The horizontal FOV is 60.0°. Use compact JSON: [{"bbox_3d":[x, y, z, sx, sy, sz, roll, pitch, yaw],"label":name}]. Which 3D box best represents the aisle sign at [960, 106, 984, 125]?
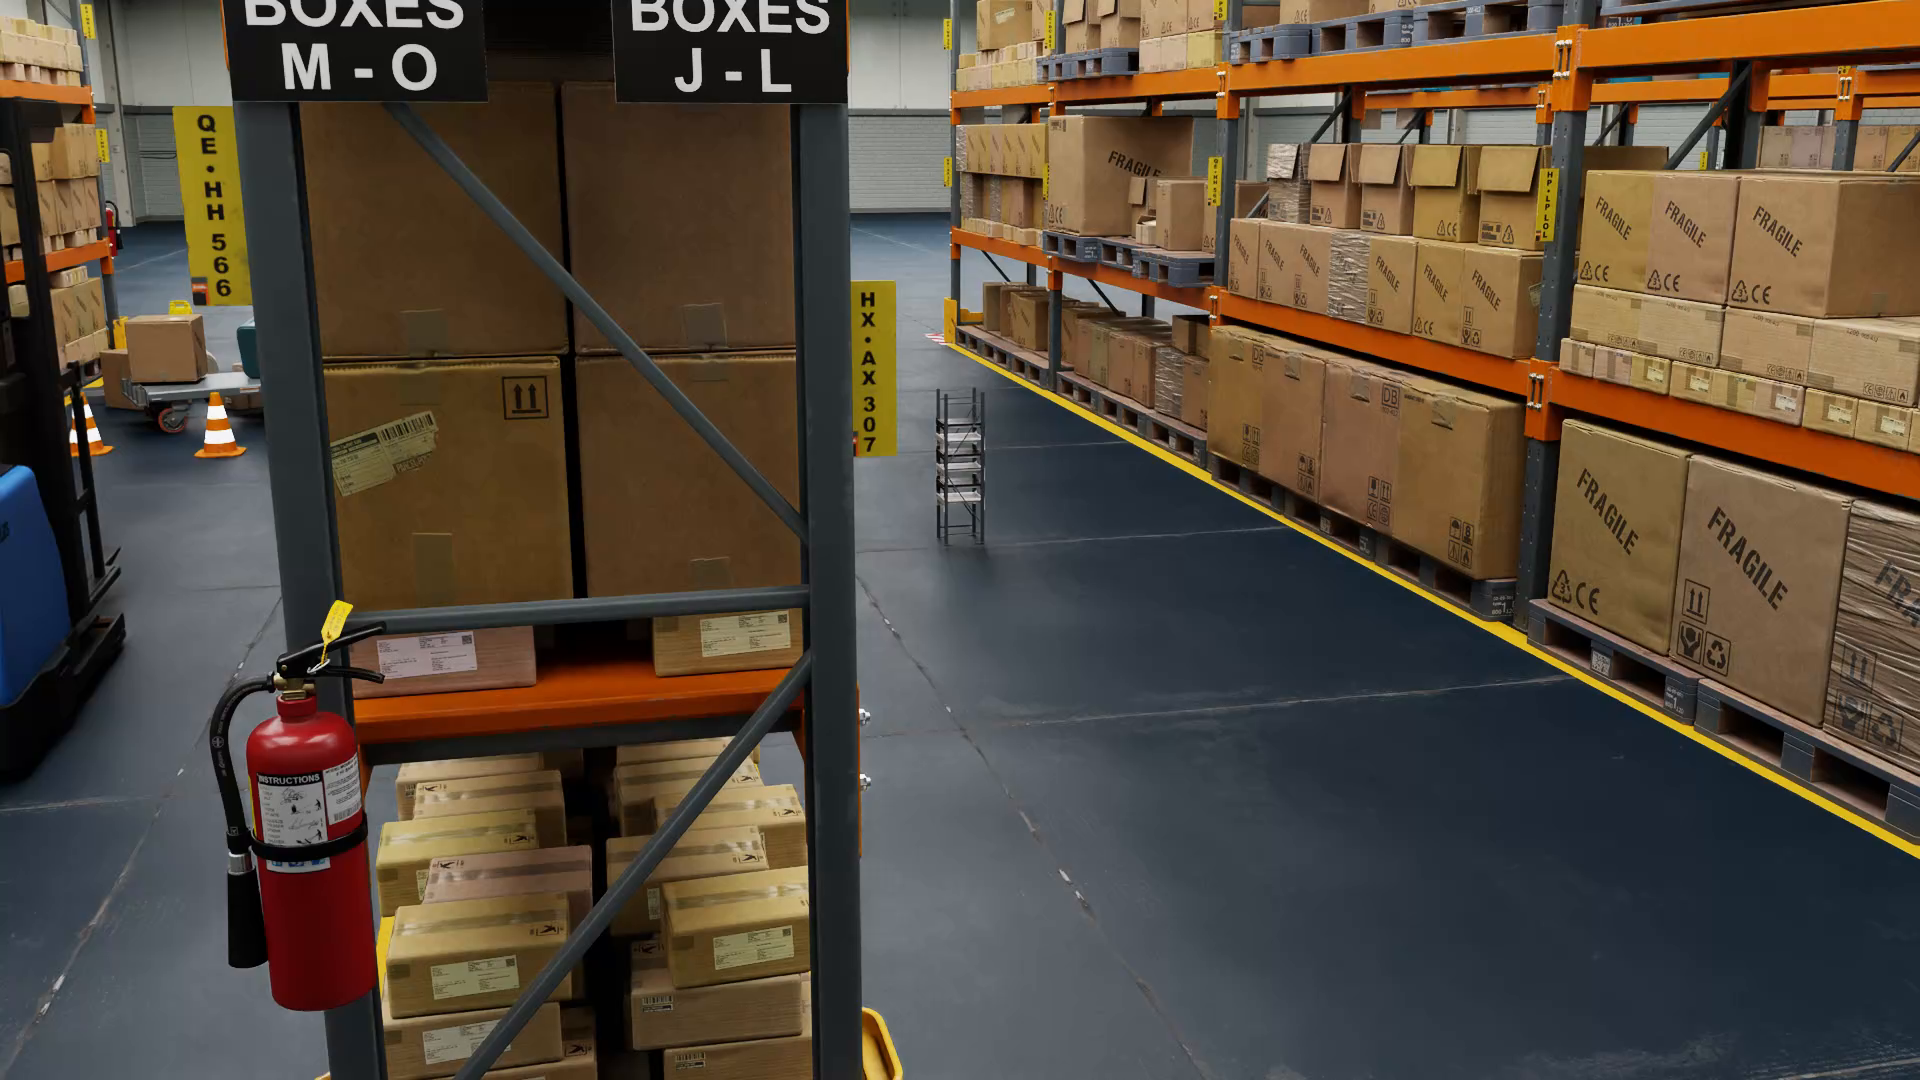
[{"bbox_3d":[0.087,-5.068,18.875,0.394,0.787,0.004,-3,14,-13],"label":"aisle sign"}]

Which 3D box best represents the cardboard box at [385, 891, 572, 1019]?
[{"bbox_3d":[-1.065,0.920,3.709,0.380,0.149,0.250,-3,14,-13],"label":"cardboard box"}]

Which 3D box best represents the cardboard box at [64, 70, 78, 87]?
[{"bbox_3d":[-8.794,-4.468,16.106,0.380,0.149,0.250,-3,14,-13],"label":"cardboard box"}]

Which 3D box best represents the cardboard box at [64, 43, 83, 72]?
[{"bbox_3d":[-8.858,-4.681,16.137,0.500,0.250,0.500,-3,14,-14],"label":"cardboard box"}]

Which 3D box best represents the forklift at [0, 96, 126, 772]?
[{"bbox_3d":[-4.393,-0.812,7.077,1.130,2.935,3.031,-4,14,-16],"label":"forklift"}]

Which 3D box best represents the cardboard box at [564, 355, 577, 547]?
[{"bbox_3d":[-1.166,-0.265,3.855,0.500,0.500,0.500,-4,14,-14],"label":"cardboard box"}]

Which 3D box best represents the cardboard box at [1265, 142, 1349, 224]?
[{"bbox_3d":[2.428,-2.329,10.814,0.797,0.503,0.637,-3,14,-11],"label":"cardboard box"}]

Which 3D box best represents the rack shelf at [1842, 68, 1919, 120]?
[{"bbox_3d":[7.556,-2.885,10.610,1.077,0.370,4.000,-3,14,-13],"label":"rack shelf"}]

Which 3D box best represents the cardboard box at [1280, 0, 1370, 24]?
[{"bbox_3d":[2.485,-3.537,10.662,0.797,0.503,0.637,-2,14,-10],"label":"cardboard box"}]

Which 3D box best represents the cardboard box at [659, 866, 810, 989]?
[{"bbox_3d":[-0.487,0.888,3.839,0.380,0.149,0.250,-4,14,-16],"label":"cardboard box"}]

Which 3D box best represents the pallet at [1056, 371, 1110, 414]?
[{"bbox_3d":[1.517,-1.351,15.013,1.003,0.211,1.213,-3,14,-13],"label":"pallet"}]

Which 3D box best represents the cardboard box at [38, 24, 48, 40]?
[{"bbox_3d":[-8.763,-4.736,15.519,0.380,0.149,0.250,-3,14,-13],"label":"cardboard box"}]

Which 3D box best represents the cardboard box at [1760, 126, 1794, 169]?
[{"bbox_3d":[10.262,-4.796,20.295,0.700,0.500,0.500,-4,14,-15],"label":"cardboard box"}]

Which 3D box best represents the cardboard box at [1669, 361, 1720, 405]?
[{"bbox_3d":[3.145,-0.649,6.792,0.380,0.149,0.250,-4,14,-15],"label":"cardboard box"}]

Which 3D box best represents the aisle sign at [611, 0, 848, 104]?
[{"bbox_3d":[-0.386,-1.127,2.740,0.394,0.787,0.004,-3,14,-13],"label":"aisle sign"}]

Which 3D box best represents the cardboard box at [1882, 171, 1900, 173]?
[{"bbox_3d":[10.508,-4.029,18.521,0.380,0.149,0.250,-3,14,-13],"label":"cardboard box"}]

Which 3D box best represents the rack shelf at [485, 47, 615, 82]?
[{"bbox_3d":[-2.103,-2.356,8.444,1.077,0.370,4.000,-3,14,-13],"label":"rack shelf"}]

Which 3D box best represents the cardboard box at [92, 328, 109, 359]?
[{"bbox_3d":[-8.783,-1.947,16.485,0.500,0.250,0.500,-3,14,-13],"label":"cardboard box"}]

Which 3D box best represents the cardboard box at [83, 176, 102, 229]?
[{"bbox_3d":[-8.844,-3.339,16.436,0.500,0.500,0.500,-4,14,-14],"label":"cardboard box"}]

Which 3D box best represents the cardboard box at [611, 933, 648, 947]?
[{"bbox_3d":[-0.721,0.920,4.338,0.380,0.149,0.250,-3,14,-12],"label":"cardboard box"}]

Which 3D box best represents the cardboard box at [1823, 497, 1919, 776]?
[{"bbox_3d":[3.709,0.358,5.733,0.875,0.875,0.875,-3,14,-13],"label":"cardboard box"}]

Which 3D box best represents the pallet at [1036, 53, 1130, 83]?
[{"bbox_3d":[1.374,-4.103,14.476,1.213,0.211,1.003,-3,14,-13],"label":"pallet"}]

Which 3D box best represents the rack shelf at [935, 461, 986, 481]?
[{"bbox_3d":[0.002,-0.403,9.820,0.258,0.077,0.200,-3,14,-13],"label":"rack shelf"}]

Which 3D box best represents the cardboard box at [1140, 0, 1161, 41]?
[{"bbox_3d":[1.684,-4.040,12.558,0.500,0.500,0.500,-3,14,-12],"label":"cardboard box"}]

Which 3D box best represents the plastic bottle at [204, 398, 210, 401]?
[{"bbox_3d":[-6.780,-1.308,15.151,0.133,0.061,0.283,-1,14,-3],"label":"plastic bottle"}]

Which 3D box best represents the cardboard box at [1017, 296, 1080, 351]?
[{"bbox_3d":[0.913,-2.240,17.158,0.500,0.500,0.500,-5,14,-18],"label":"cardboard box"}]

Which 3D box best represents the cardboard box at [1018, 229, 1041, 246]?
[{"bbox_3d":[0.779,-2.967,16.281,0.380,0.149,0.250,-3,14,-13],"label":"cardboard box"}]

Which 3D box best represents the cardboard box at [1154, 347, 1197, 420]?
[{"bbox_3d":[1.952,-1.243,13.033,0.700,0.500,0.500,-5,14,-18],"label":"cardboard box"}]

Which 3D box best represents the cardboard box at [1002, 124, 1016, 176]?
[{"bbox_3d":[0.724,-3.883,16.557,0.500,0.500,0.500,-3,14,-13],"label":"cardboard box"}]

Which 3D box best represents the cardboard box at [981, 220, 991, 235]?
[{"bbox_3d":[0.443,-3.375,17.951,0.380,0.149,0.250,-3,14,-13],"label":"cardboard box"}]

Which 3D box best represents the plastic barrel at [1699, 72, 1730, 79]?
[{"bbox_3d":[6.785,-4.455,14.465,0.600,0.901,0.708,-3,14,-13],"label":"plastic barrel"}]

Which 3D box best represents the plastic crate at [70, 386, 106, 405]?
[{"bbox_3d":[-7.872,-1.322,15.172,0.402,0.080,0.583,-9,16,-33],"label":"plastic crate"}]

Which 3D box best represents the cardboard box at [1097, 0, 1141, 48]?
[{"bbox_3d":[1.569,-4.265,13.643,0.797,0.503,0.637,-3,14,-11],"label":"cardboard box"}]

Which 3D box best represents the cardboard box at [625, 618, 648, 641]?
[{"bbox_3d":[-0.552,0.109,3.691,0.380,0.149,0.250,-3,14,-11],"label":"cardboard box"}]

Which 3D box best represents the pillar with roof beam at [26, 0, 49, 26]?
[{"bbox_3d":[-16.228,-11.458,37.866,9.100,9.000,0.400,-3,14,-13],"label":"pillar with roof beam"}]

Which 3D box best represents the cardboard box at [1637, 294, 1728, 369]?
[{"bbox_3d":[3.179,-0.873,6.871,0.500,0.250,0.500,-3,14,-13],"label":"cardboard box"}]

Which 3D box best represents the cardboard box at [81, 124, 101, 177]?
[{"bbox_3d":[-8.908,-3.829,16.334,0.700,0.500,0.500,-4,14,-15],"label":"cardboard box"}]

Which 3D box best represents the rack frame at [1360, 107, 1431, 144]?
[{"bbox_3d":[5.207,-4.084,20.324,1.000,3.000,0.127,-3,14,-13],"label":"rack frame"}]

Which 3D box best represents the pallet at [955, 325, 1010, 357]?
[{"bbox_3d":[0.567,-2.247,18.678,1.003,0.211,1.213,-3,14,-13],"label":"pallet"}]

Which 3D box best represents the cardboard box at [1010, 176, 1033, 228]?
[{"bbox_3d":[0.988,-3.413,16.738,0.875,0.500,0.500,-3,14,-13],"label":"cardboard box"}]

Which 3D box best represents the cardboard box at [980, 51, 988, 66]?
[{"bbox_3d":[0.427,-5.070,17.514,0.380,0.149,0.250,-3,14,-13],"label":"cardboard box"}]

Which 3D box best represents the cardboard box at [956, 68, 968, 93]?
[{"bbox_3d":[0.255,-5.067,18.341,0.500,0.250,0.500,-3,14,-12],"label":"cardboard box"}]

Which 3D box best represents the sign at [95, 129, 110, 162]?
[{"bbox_3d":[-8.696,-3.998,16.865,0.100,0.325,0.005,-3,14,-13],"label":"sign"}]

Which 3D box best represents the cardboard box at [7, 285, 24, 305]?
[{"bbox_3d":[-8.147,-2.064,14.017,0.380,0.149,0.250,-3,14,-12],"label":"cardboard box"}]

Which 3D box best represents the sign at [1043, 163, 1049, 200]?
[{"bbox_3d":[0.807,-3.274,15.183,0.100,0.325,0.005,-3,14,-13],"label":"sign"}]

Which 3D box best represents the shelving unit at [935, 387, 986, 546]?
[{"bbox_3d":[0.002,-0.435,9.813,0.258,0.900,0.210,-3,14,-13],"label":"shelving unit"}]

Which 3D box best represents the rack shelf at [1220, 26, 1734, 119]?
[{"bbox_3d":[2.742,-2.609,9.480,1.077,0.370,4.000,-3,14,-13],"label":"rack shelf"}]

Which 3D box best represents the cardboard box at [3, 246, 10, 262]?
[{"bbox_3d":[-8.264,-2.416,14.027,0.380,0.149,0.250,-3,14,-13],"label":"cardboard box"}]

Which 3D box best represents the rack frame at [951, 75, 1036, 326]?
[{"bbox_3d":[0.393,-3.808,19.194,1.000,3.000,0.127,-3,14,-13],"label":"rack frame"}]

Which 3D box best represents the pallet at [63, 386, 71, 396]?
[{"bbox_3d":[-8.782,-1.413,15.267,1.003,0.211,1.213,-3,14,-13],"label":"pallet"}]

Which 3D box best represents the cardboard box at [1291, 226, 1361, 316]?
[{"bbox_3d":[2.369,-1.647,10.137,0.500,0.500,0.500,-4,14,-14],"label":"cardboard box"}]

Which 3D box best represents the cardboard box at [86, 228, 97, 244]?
[{"bbox_3d":[-8.777,-3.007,16.444,0.380,0.149,0.250,-3,14,-14],"label":"cardboard box"}]
